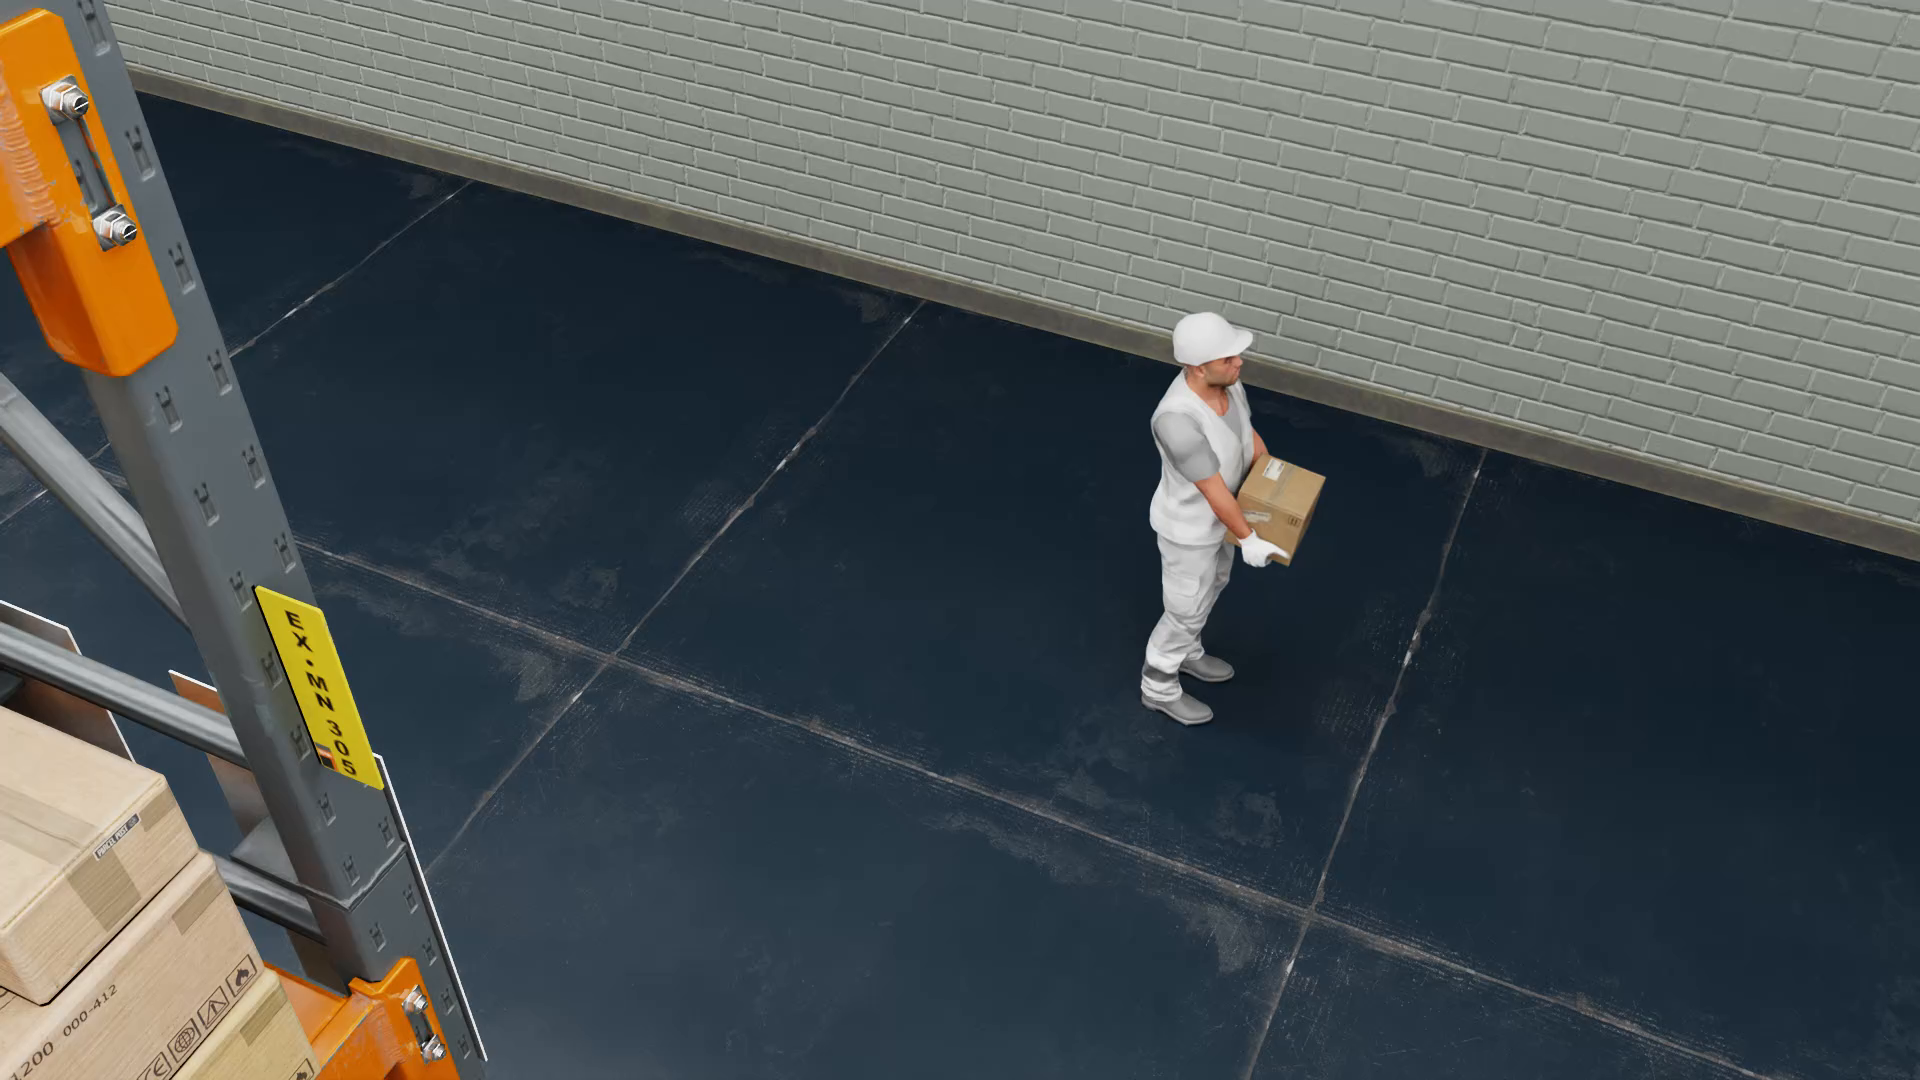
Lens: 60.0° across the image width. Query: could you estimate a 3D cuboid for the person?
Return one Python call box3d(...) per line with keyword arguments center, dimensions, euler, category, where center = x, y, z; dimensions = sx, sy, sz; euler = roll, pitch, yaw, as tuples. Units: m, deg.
box3d(center=(0.991, -0.048, 6.199), dimensions=(0.568, 1.783, 0.494), euler=(18, 45, 19), category="person")
